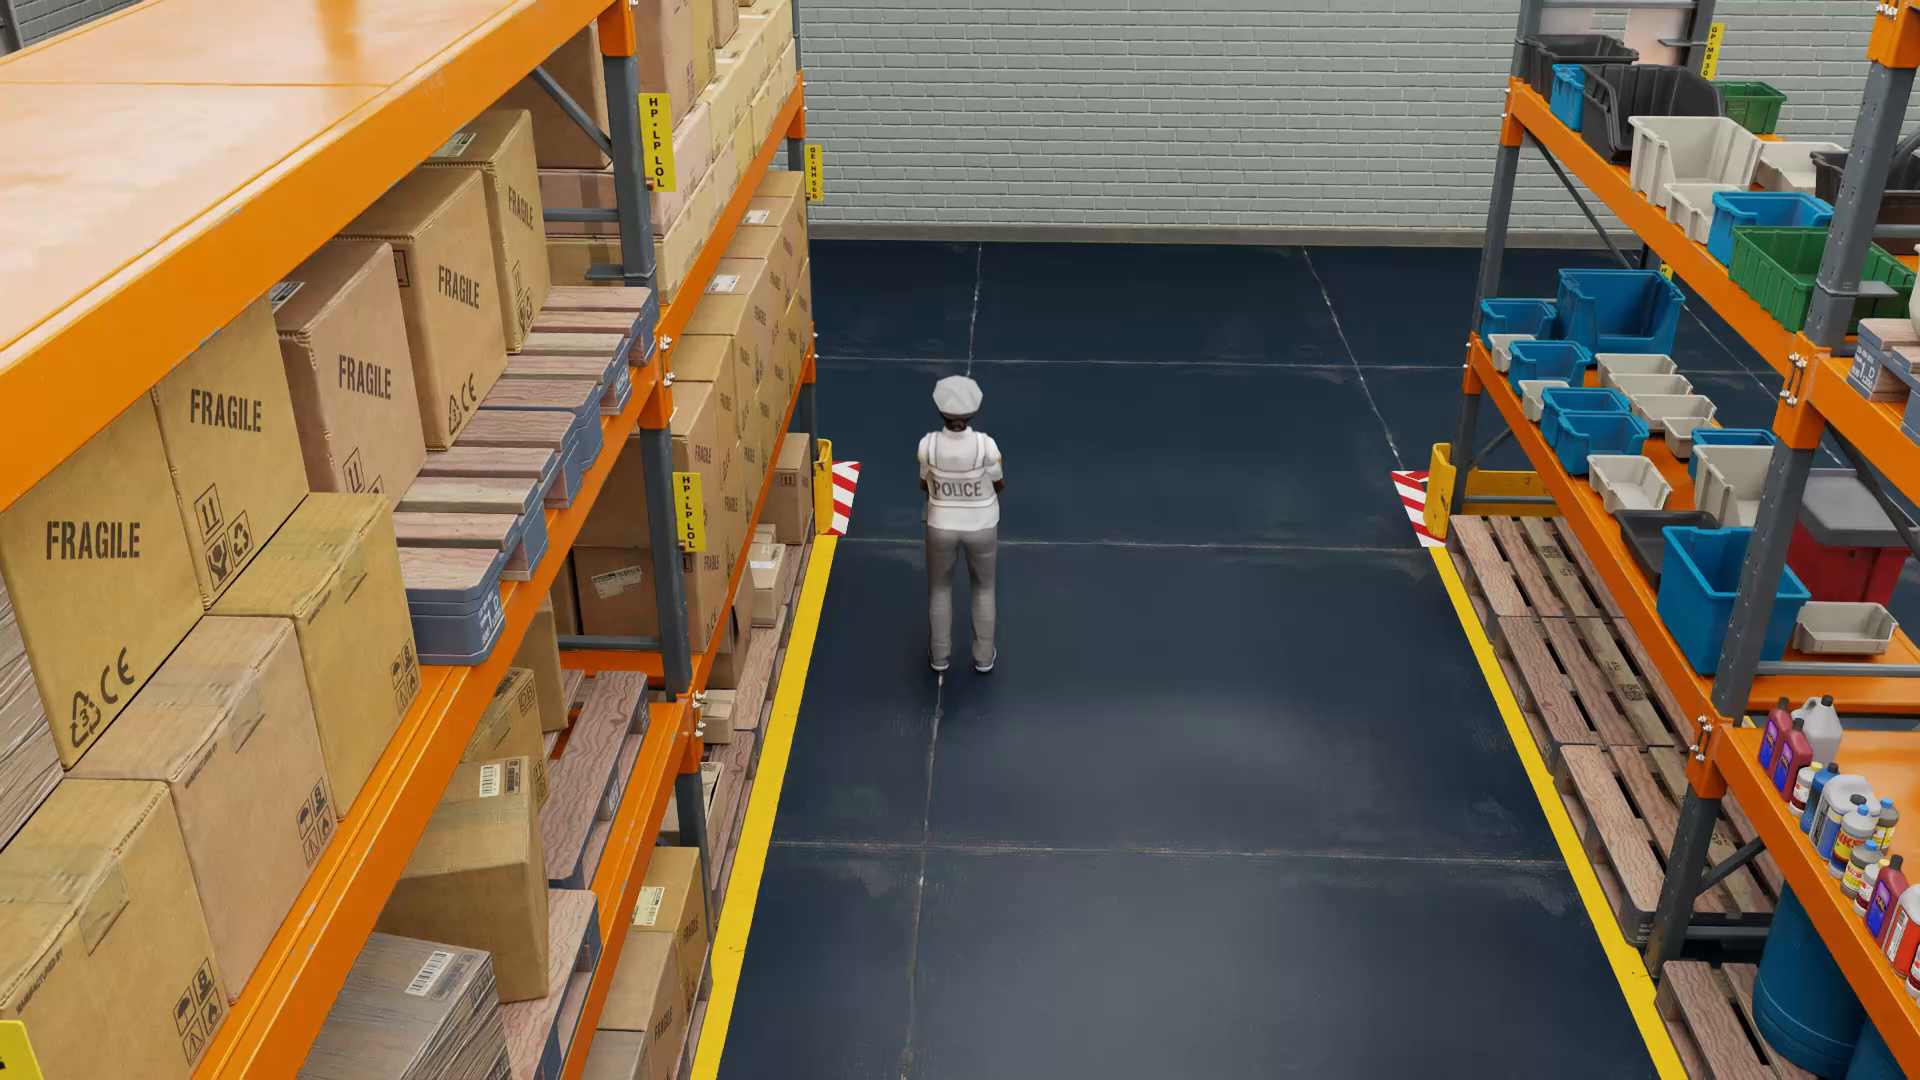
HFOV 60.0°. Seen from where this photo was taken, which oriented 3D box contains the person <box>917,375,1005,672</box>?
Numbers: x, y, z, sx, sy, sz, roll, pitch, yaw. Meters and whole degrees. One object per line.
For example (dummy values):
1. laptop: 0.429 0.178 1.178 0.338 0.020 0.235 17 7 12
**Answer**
1. person: 0.012 -0.109 8.803 0.451 1.688 0.531 1 28 3
